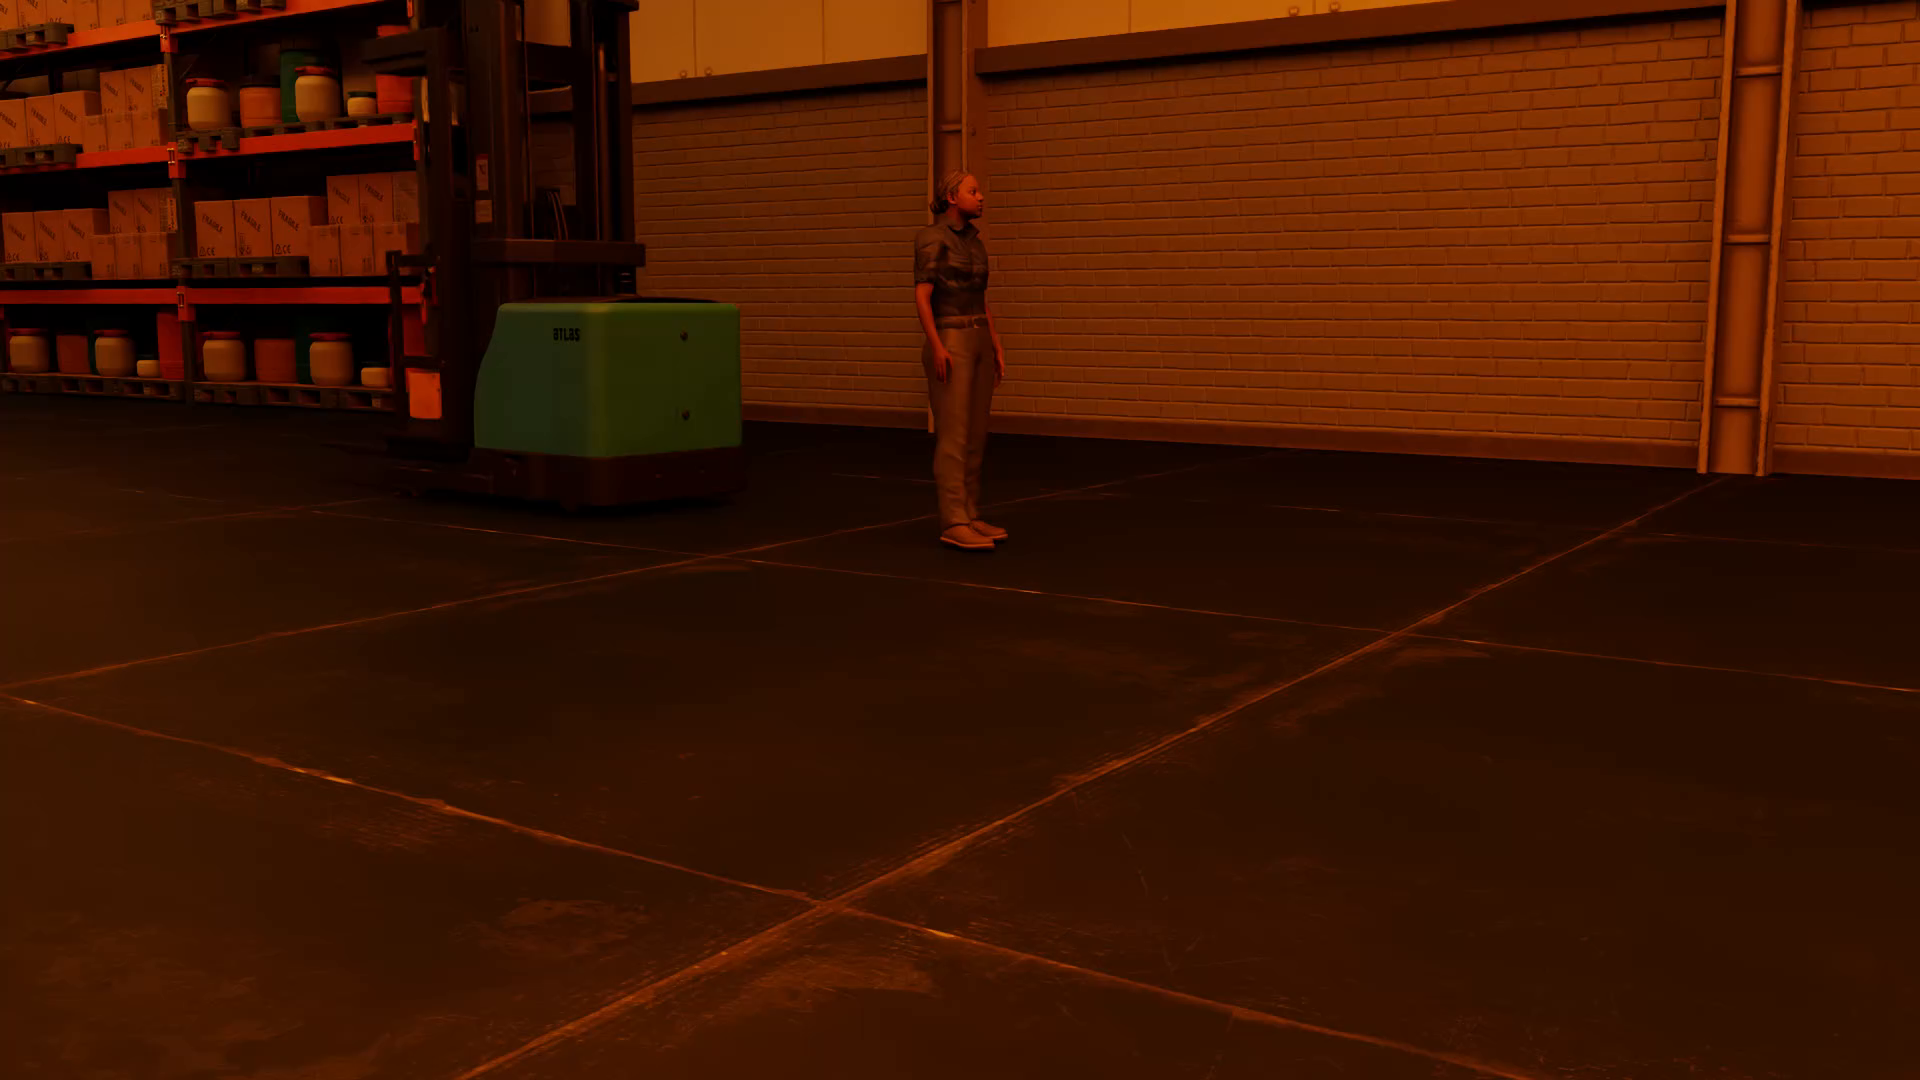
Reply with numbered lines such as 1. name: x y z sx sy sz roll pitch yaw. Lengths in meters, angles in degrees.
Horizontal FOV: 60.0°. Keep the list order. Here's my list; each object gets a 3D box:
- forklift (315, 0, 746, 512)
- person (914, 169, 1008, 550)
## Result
1. forklift: -2.614 -1.736 9.399 3.031 2.935 1.130 7 10 39
2. person: 0.062 -0.817 7.421 0.503 1.656 0.569 5 10 34
